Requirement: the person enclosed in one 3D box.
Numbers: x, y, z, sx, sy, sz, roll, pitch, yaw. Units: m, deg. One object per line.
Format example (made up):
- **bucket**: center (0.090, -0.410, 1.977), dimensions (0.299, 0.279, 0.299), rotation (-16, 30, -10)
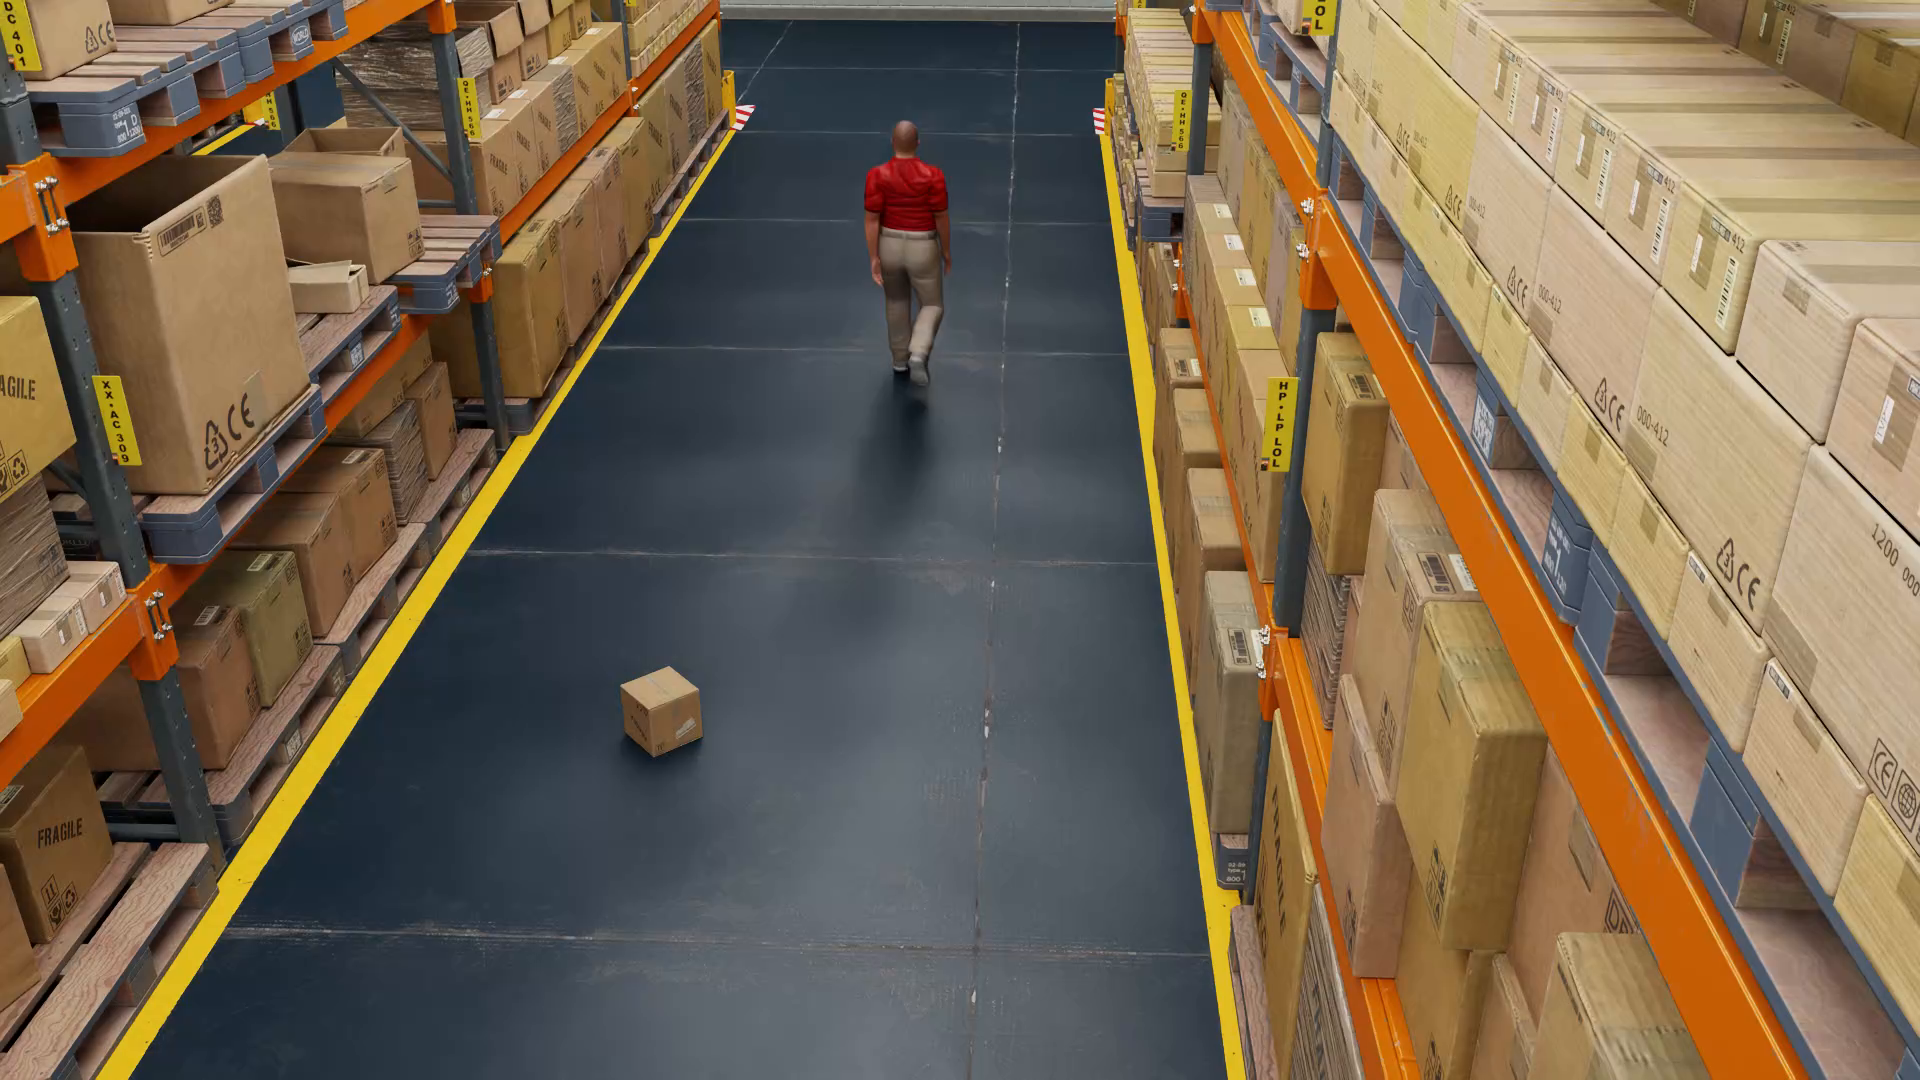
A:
- **person**: center (-0.327, -1.818, 10.567), dimensions (0.522, 1.693, 0.815), rotation (4, 28, 8)
